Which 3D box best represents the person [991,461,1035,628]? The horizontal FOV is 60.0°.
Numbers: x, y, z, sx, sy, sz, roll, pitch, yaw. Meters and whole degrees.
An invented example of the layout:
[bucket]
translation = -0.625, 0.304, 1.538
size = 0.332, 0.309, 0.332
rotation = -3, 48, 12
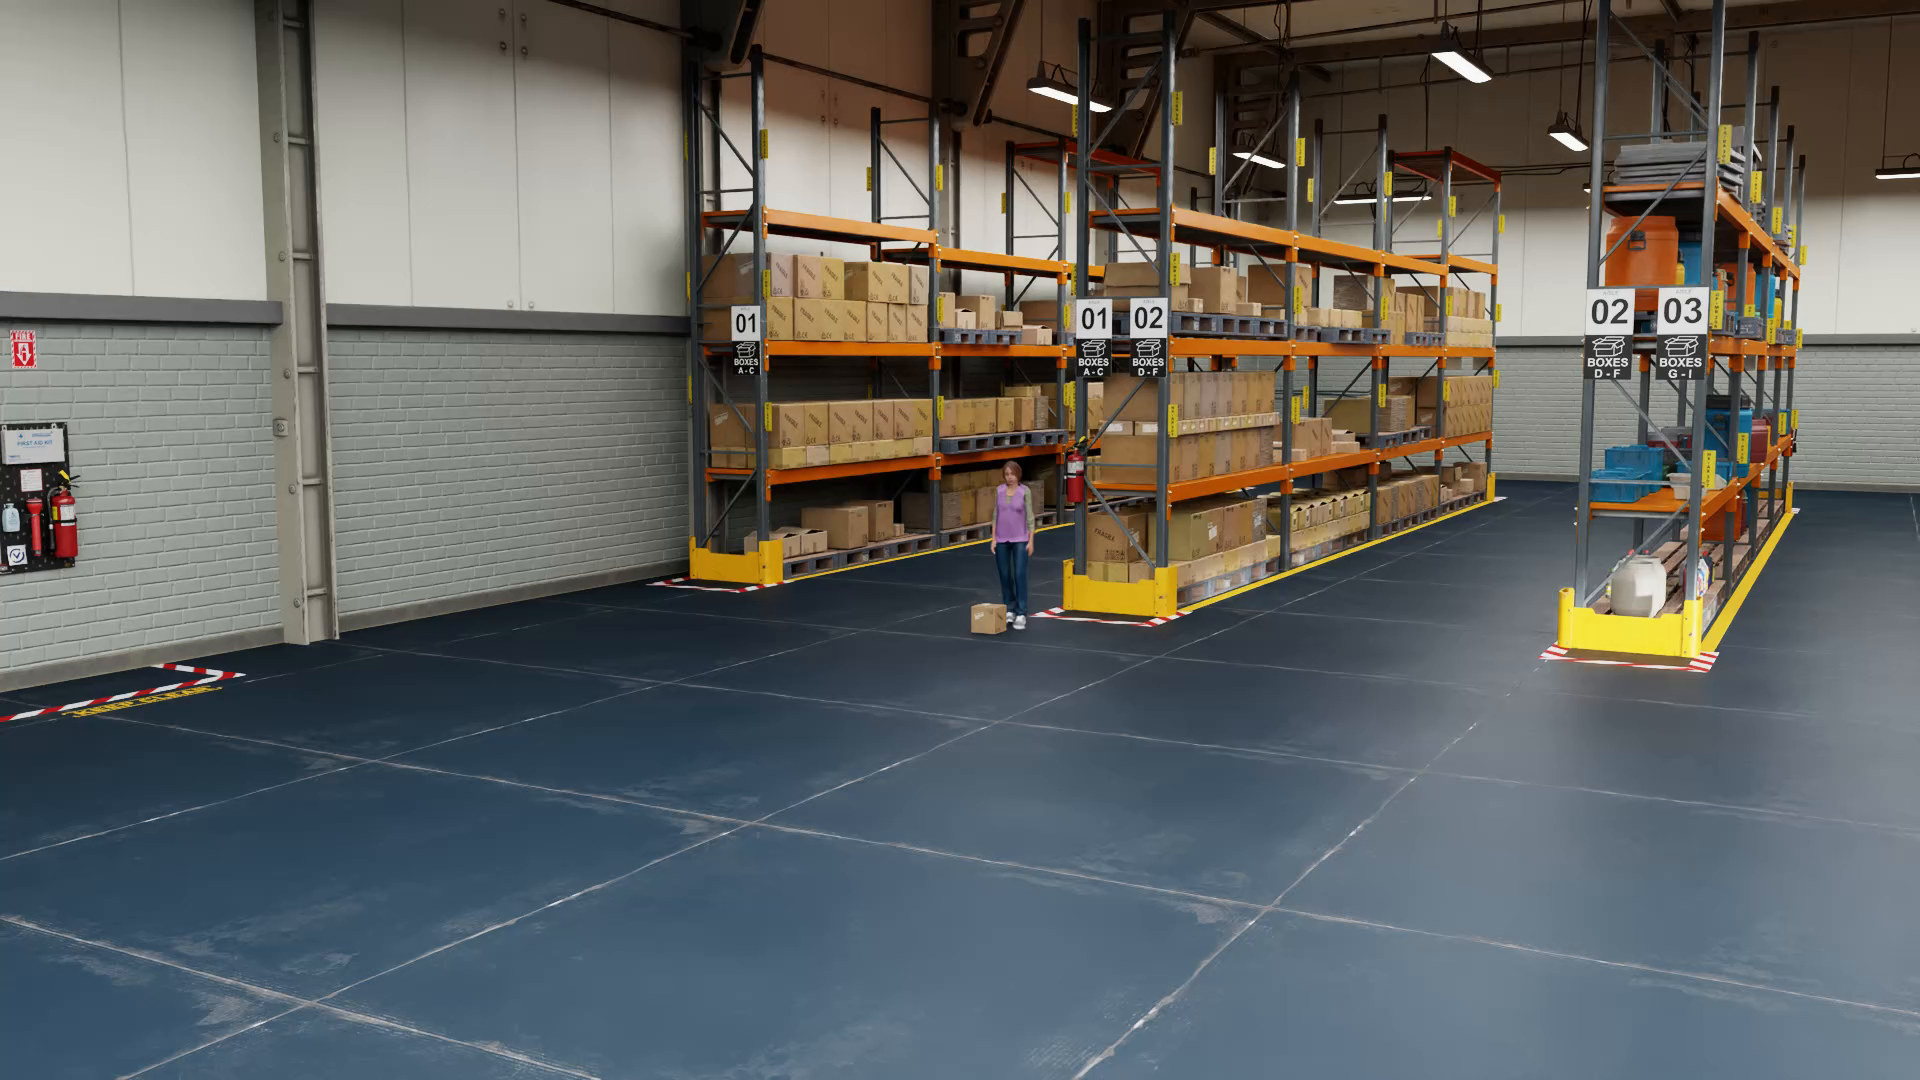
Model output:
[person]
translation = 0.517, 0.034, 16.205
size = 0.430, 1.612, 0.460
rotation = 2, 6, 18
